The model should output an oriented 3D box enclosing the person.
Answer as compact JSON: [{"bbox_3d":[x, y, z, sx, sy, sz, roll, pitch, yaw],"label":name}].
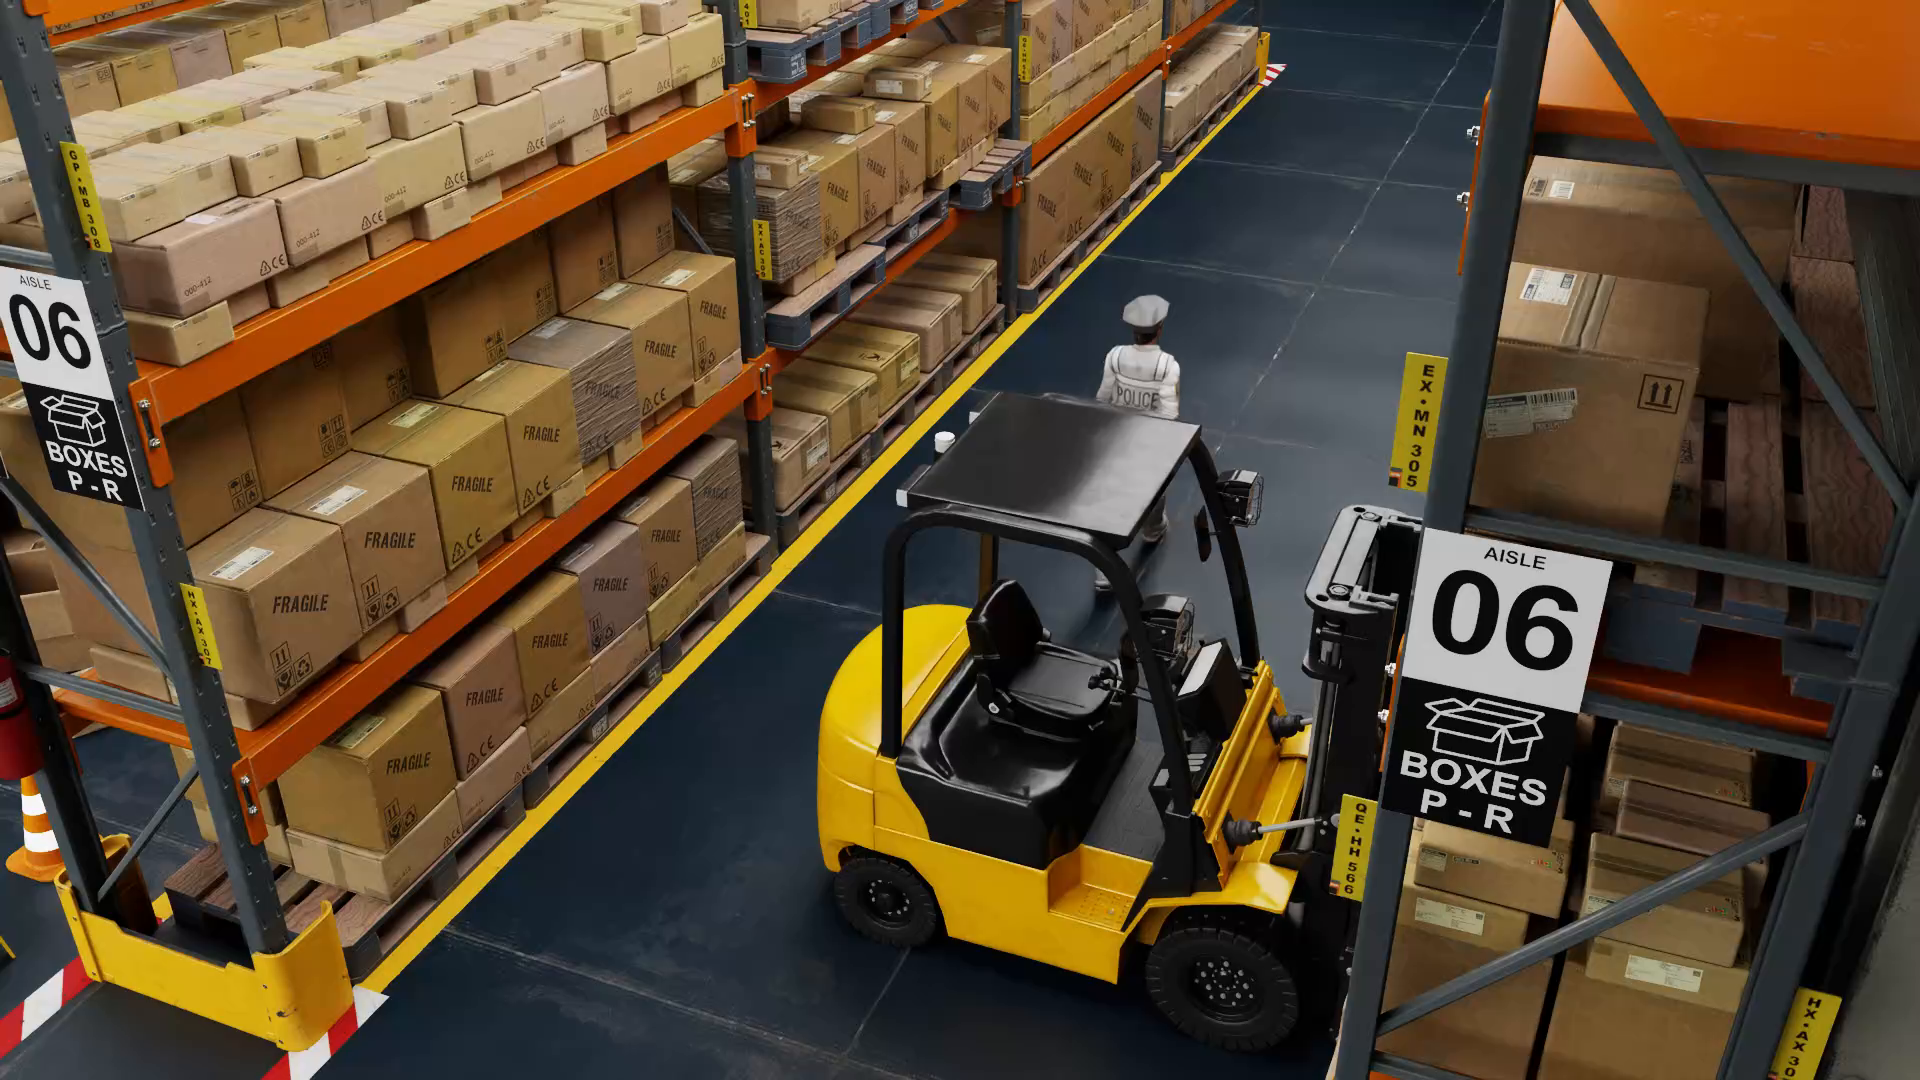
[{"bbox_3d":[1.000,-0.591,9.397,0.507,1.628,1.029,9,31,16],"label":"person"}]
